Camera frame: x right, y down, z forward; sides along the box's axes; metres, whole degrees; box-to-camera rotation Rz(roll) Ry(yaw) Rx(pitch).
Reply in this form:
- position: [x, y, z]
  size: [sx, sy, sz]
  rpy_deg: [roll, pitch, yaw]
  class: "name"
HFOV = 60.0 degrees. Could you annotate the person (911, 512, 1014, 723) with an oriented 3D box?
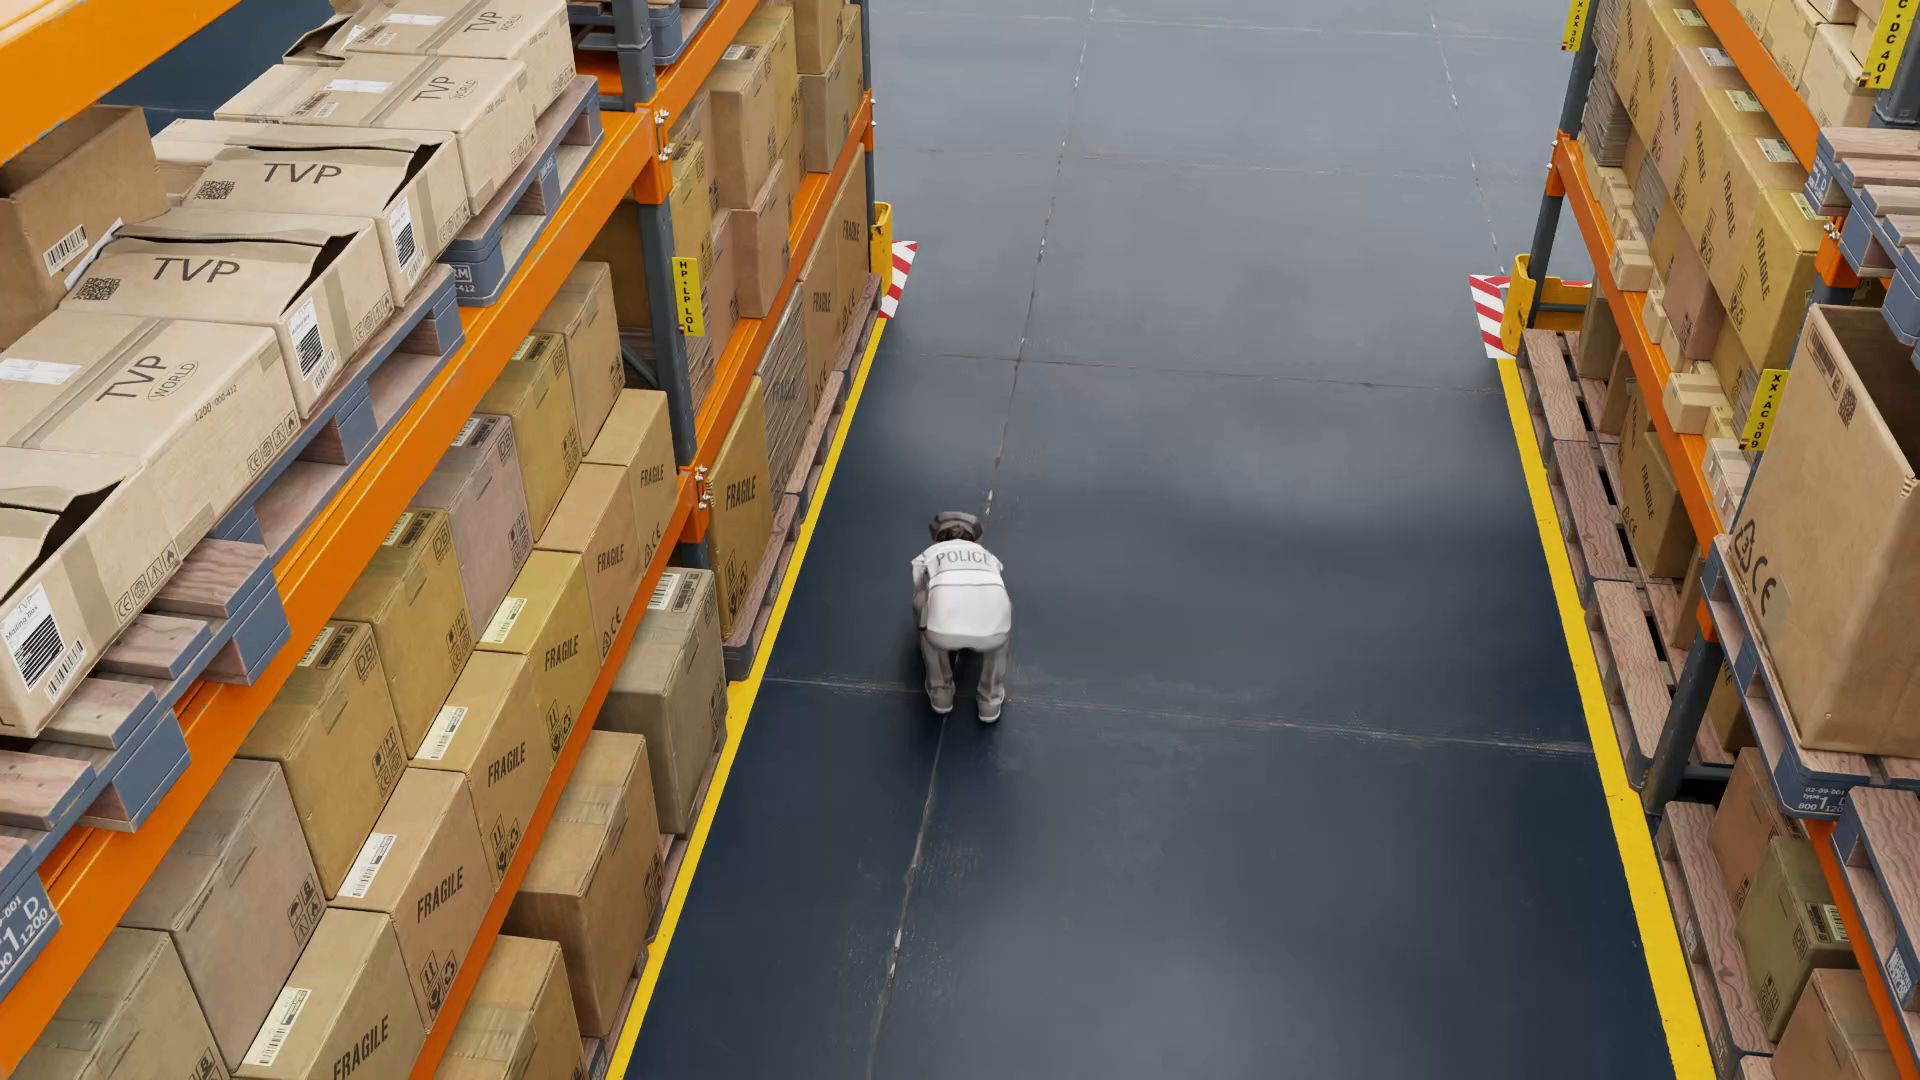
- position: [0.013, 0.333, 7.375]
  size: [0.452, 0.818, 0.950]
  rpy_deg: [-1, 36, -1]
  class: "person"
